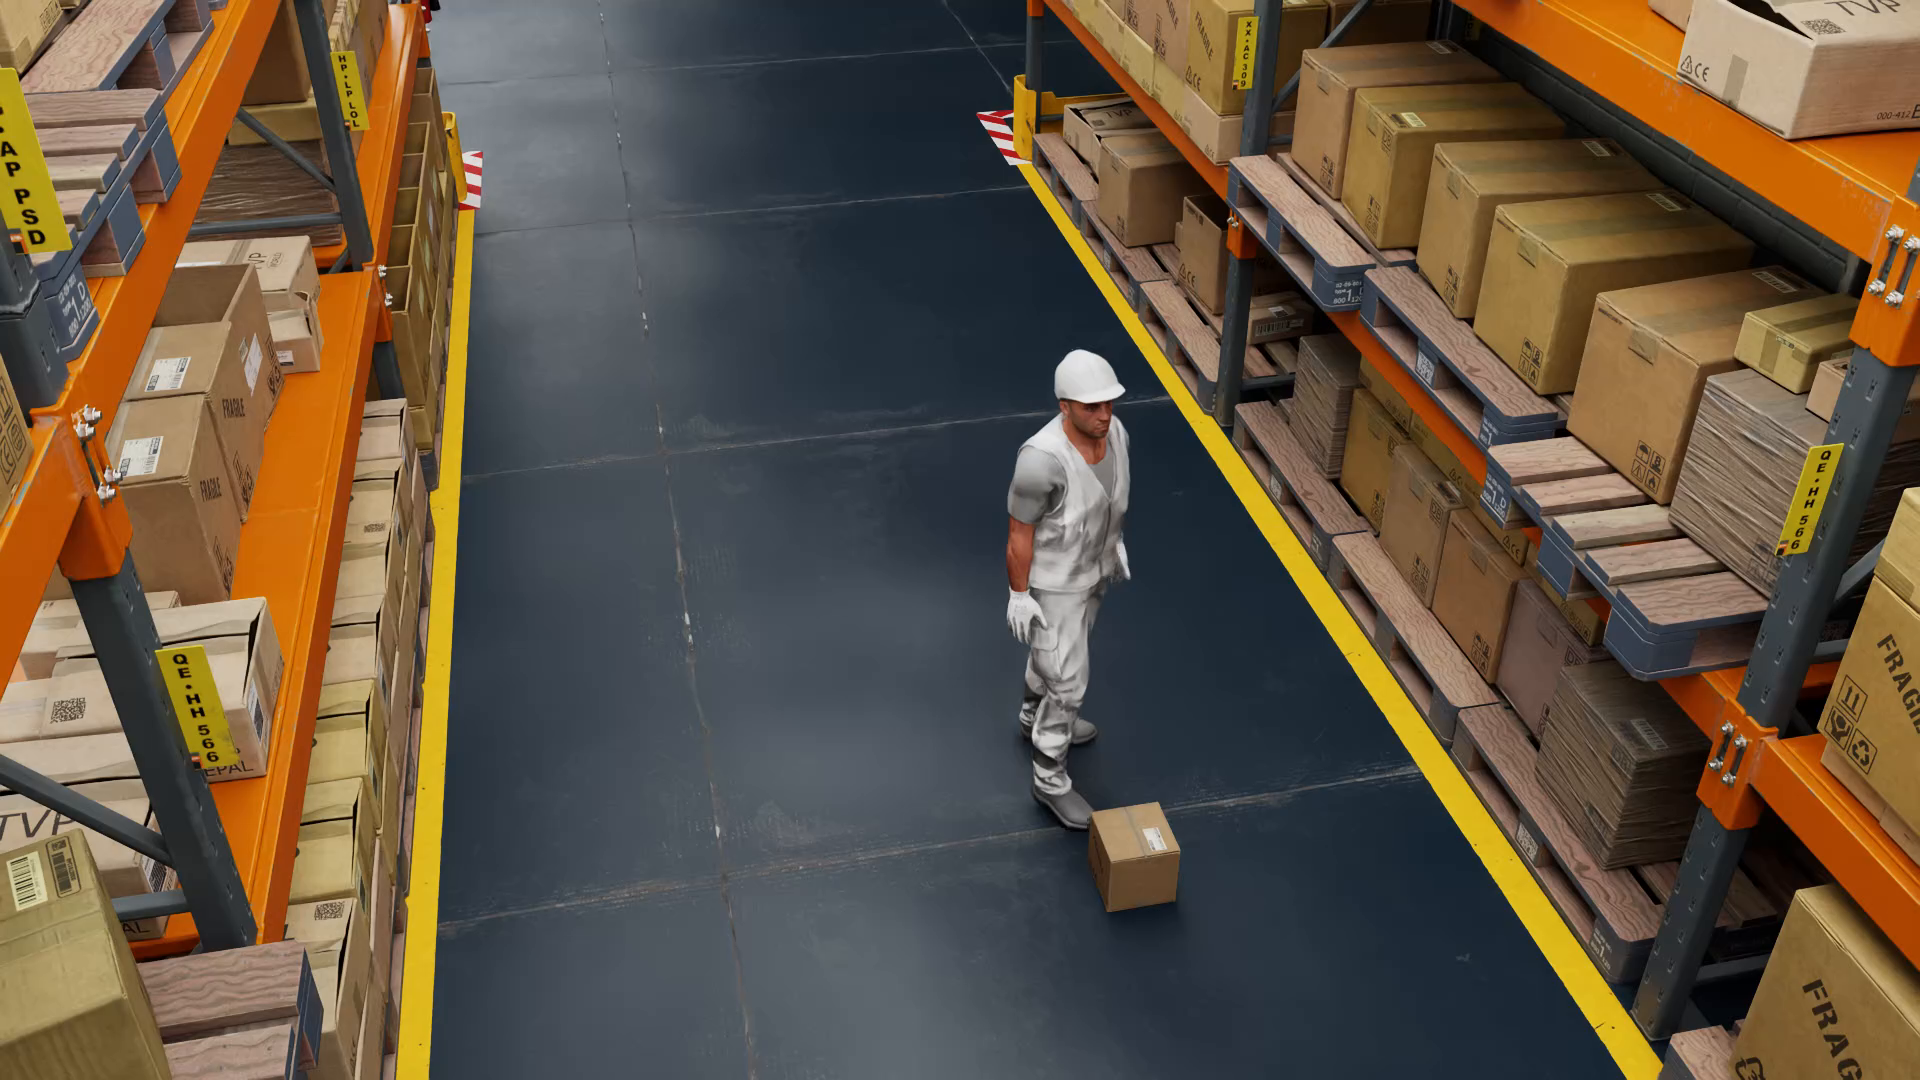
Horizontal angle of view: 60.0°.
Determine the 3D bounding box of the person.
[{"bbox_3d":[0.427,0.130,5.899,0.565,1.779,0.598,23,40,30],"label":"person"}]
